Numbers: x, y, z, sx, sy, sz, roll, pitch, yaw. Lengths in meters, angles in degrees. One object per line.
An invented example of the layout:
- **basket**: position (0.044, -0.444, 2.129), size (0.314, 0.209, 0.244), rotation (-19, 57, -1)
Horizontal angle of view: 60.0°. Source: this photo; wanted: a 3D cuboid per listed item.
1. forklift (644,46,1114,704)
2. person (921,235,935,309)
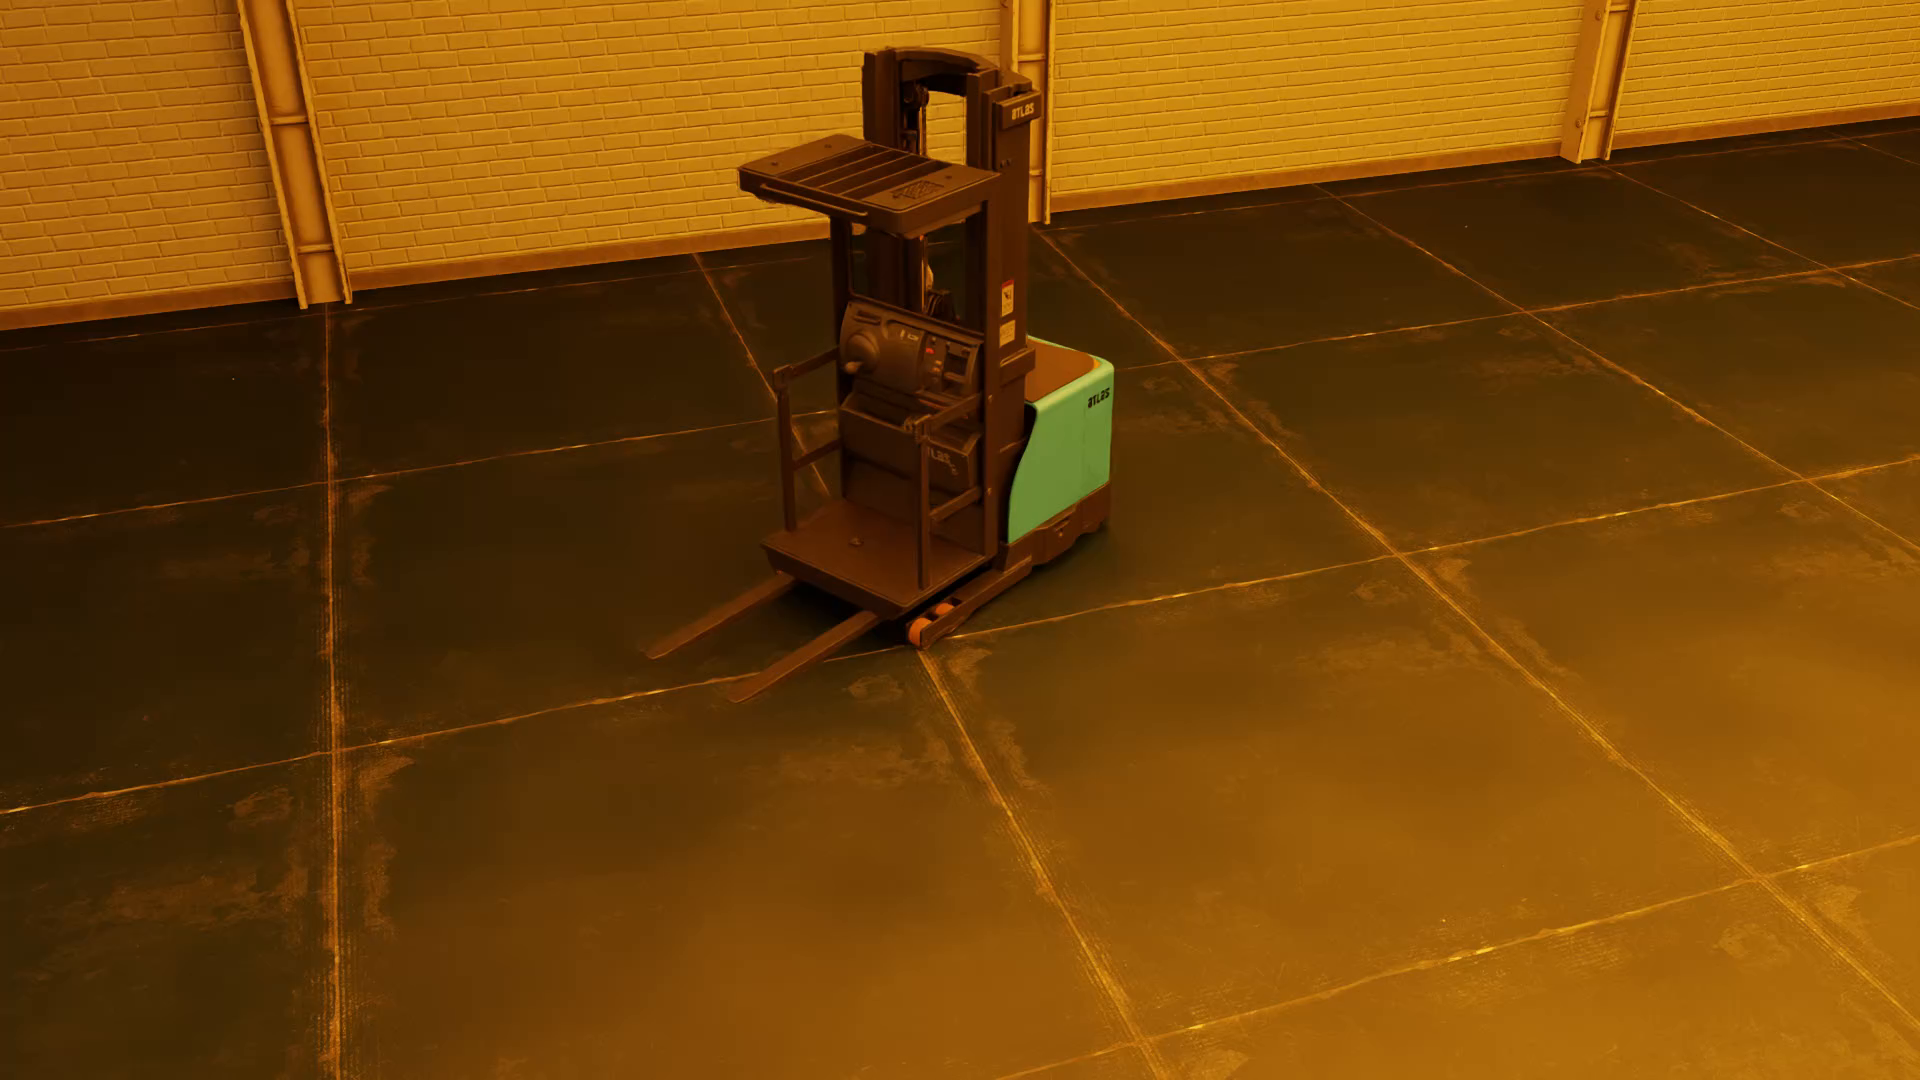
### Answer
- **forklift**: position (-0.408, -0.963, 8.760), size (1.130, 2.935, 3.031), rotation (22, 37, 33)
- **person**: position (-0.213, -1.360, 10.704), size (0.833, 1.616, 0.623), rotation (-12, 32, -20)
